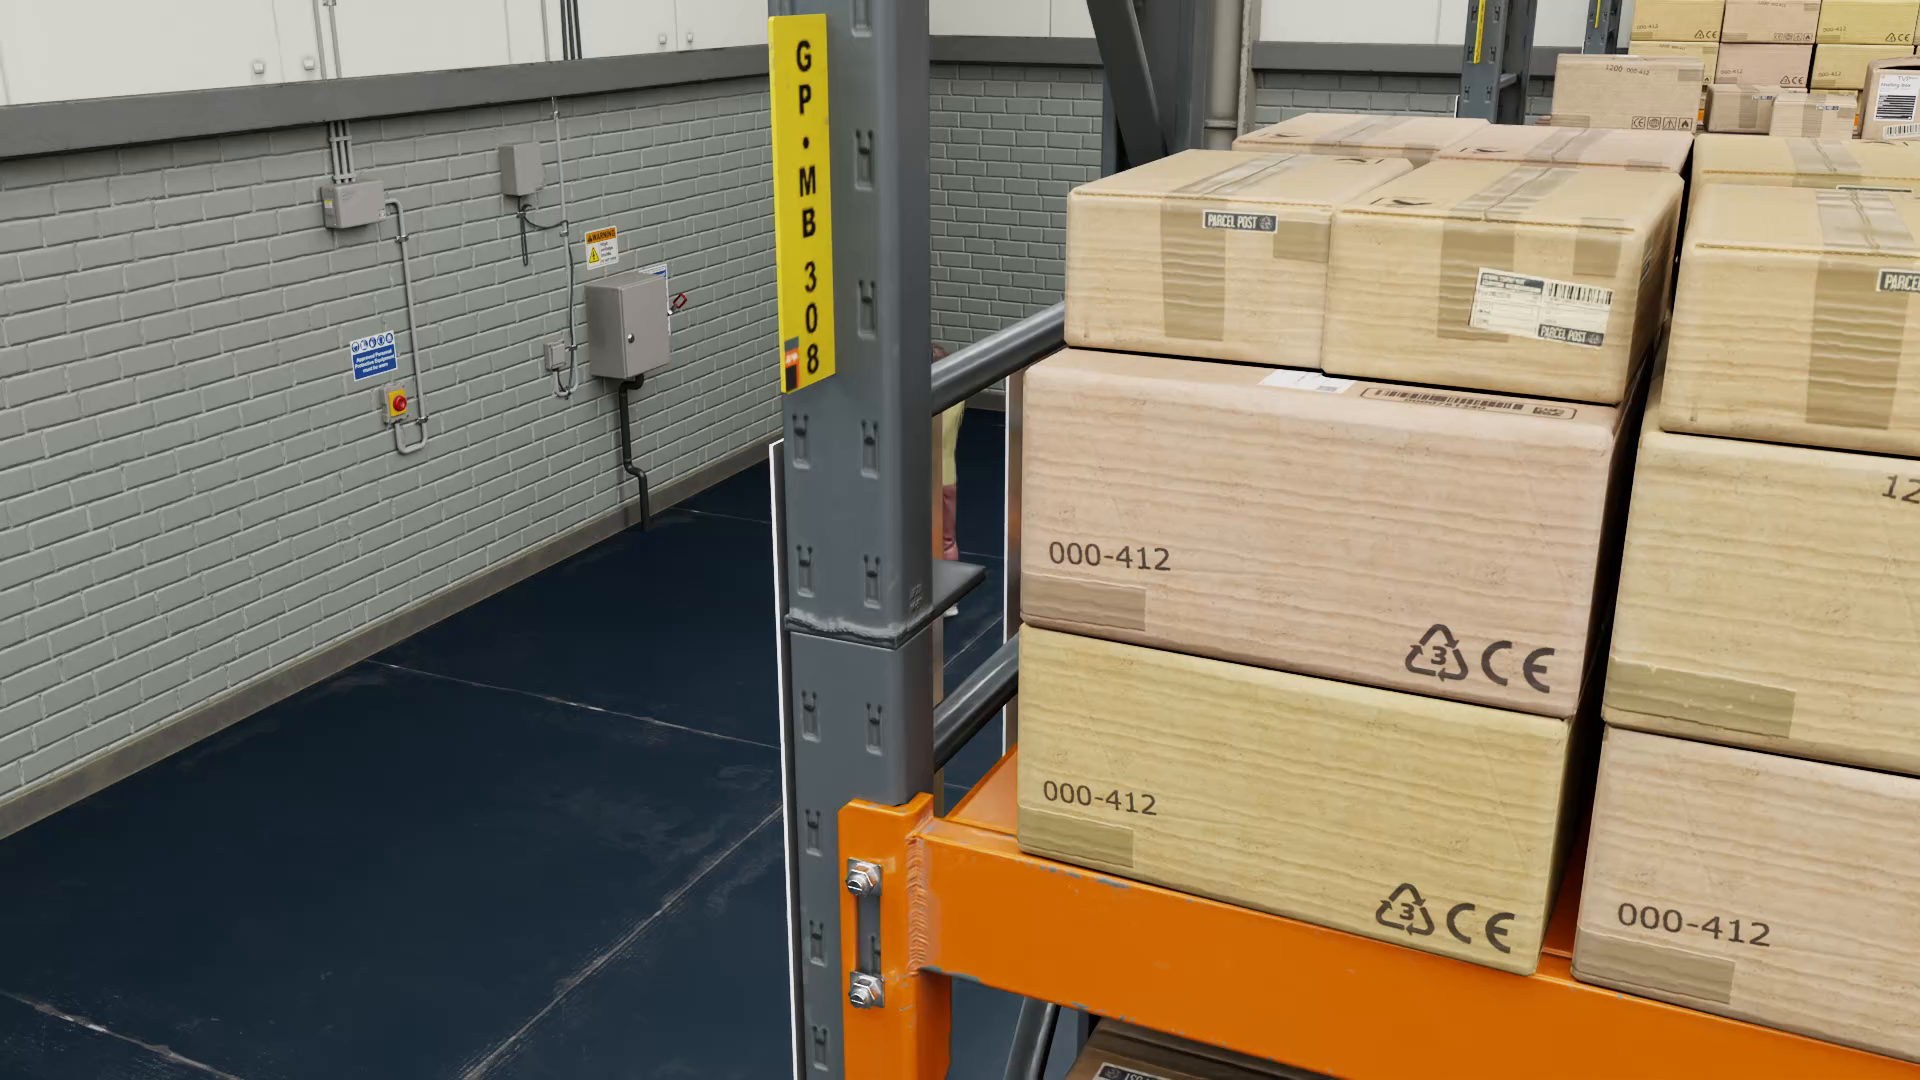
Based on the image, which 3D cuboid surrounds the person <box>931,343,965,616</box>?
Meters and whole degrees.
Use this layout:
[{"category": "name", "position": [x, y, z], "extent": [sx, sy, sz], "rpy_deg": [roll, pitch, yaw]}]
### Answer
[{"category": "person", "position": [-0.203, -0.319, 9.474], "extent": [0.486, 1.672, 0.531], "rpy_deg": [-9, 21, -25]}]
